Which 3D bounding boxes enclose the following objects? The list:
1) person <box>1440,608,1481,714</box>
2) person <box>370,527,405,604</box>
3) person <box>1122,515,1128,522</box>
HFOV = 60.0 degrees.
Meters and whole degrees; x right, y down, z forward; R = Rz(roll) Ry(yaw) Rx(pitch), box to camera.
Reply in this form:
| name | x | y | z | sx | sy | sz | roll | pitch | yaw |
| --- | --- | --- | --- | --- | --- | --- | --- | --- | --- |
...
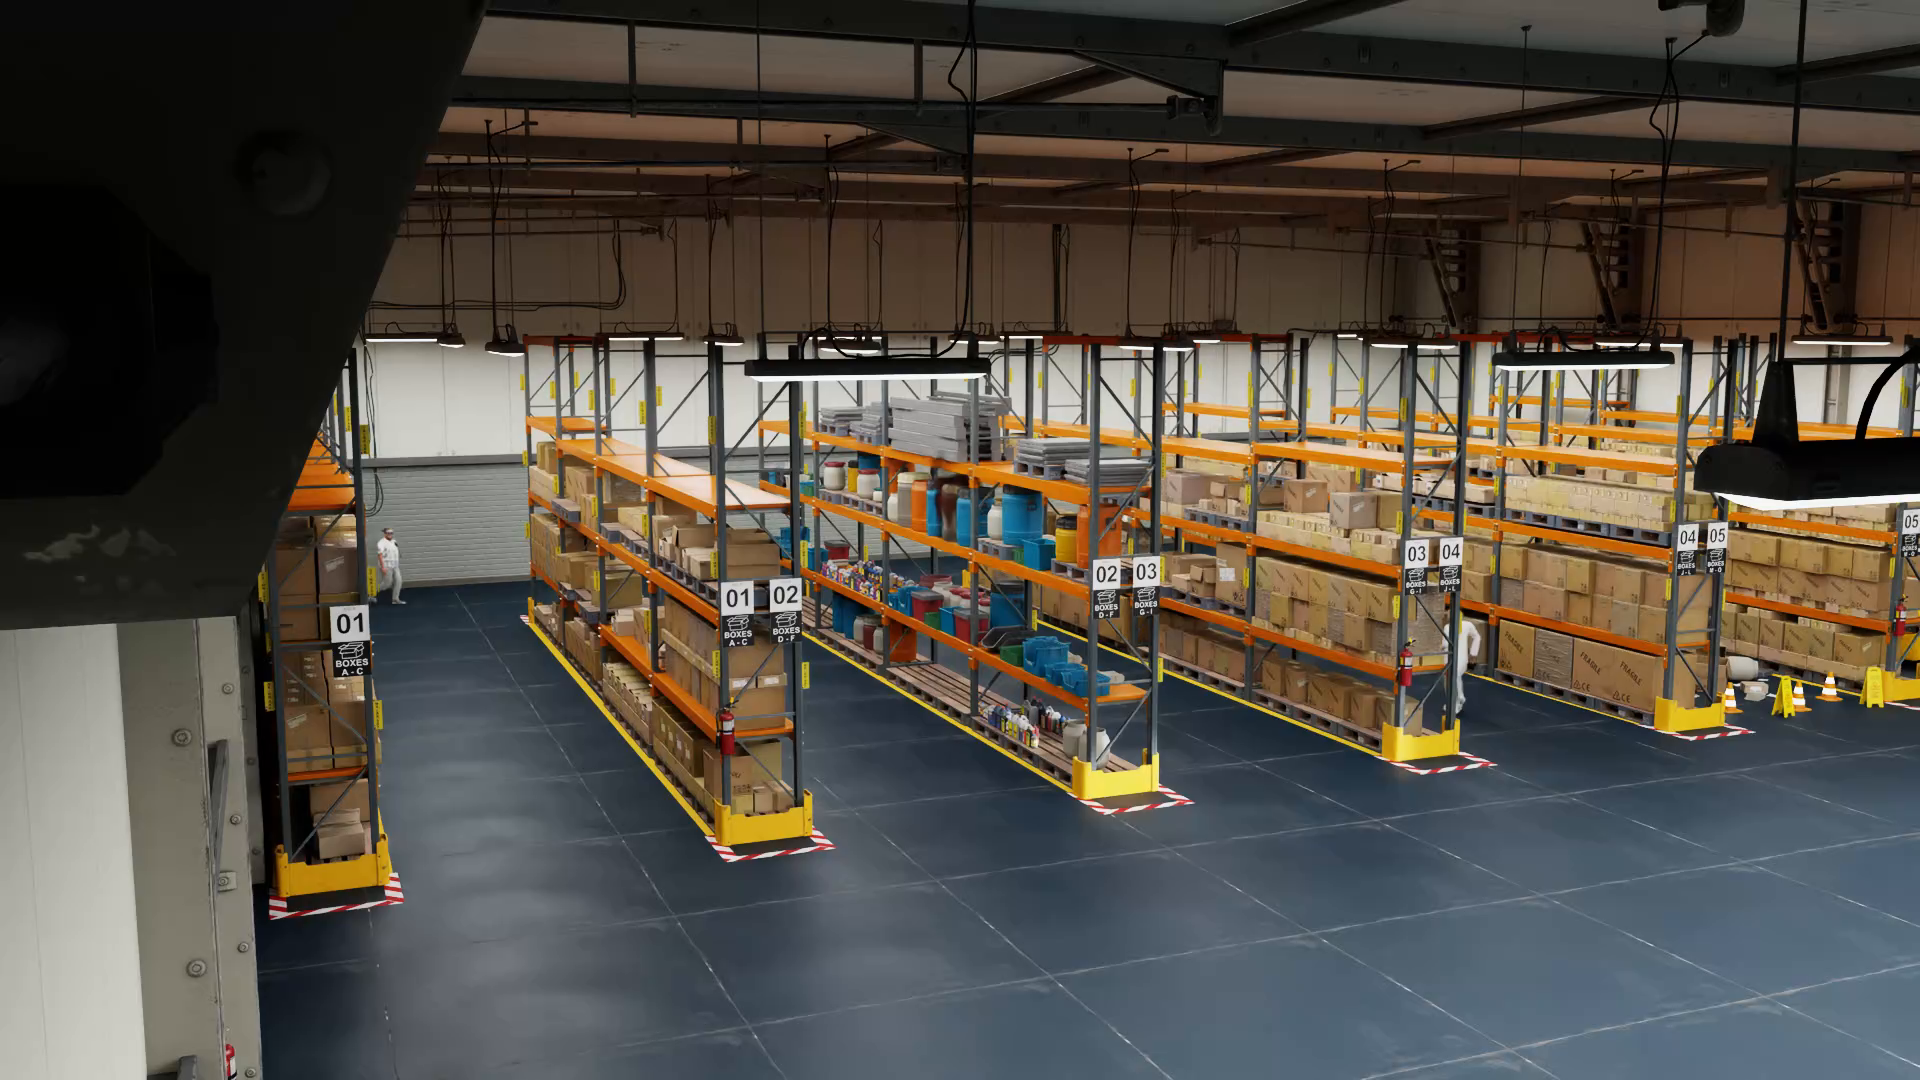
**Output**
| name | x | y | z | sx | sy | sz | roll | pitch | yaw |
| --- | --- | --- | --- | --- | --- | --- | --- | --- | --- |
| person | 8.023 | 1.929 | 26.856 | 0.752 | 1.744 | 0.561 | 0 | 8 | 2 |
| person | -12.688 | 0.560 | 36.835 | 0.752 | 1.734 | 0.558 | 2 | 8 | 14 |
| person | 4.074 | -0.175 | 42.878 | 0.494 | 1.615 | 0.952 | 1 | 8 | 4 |
